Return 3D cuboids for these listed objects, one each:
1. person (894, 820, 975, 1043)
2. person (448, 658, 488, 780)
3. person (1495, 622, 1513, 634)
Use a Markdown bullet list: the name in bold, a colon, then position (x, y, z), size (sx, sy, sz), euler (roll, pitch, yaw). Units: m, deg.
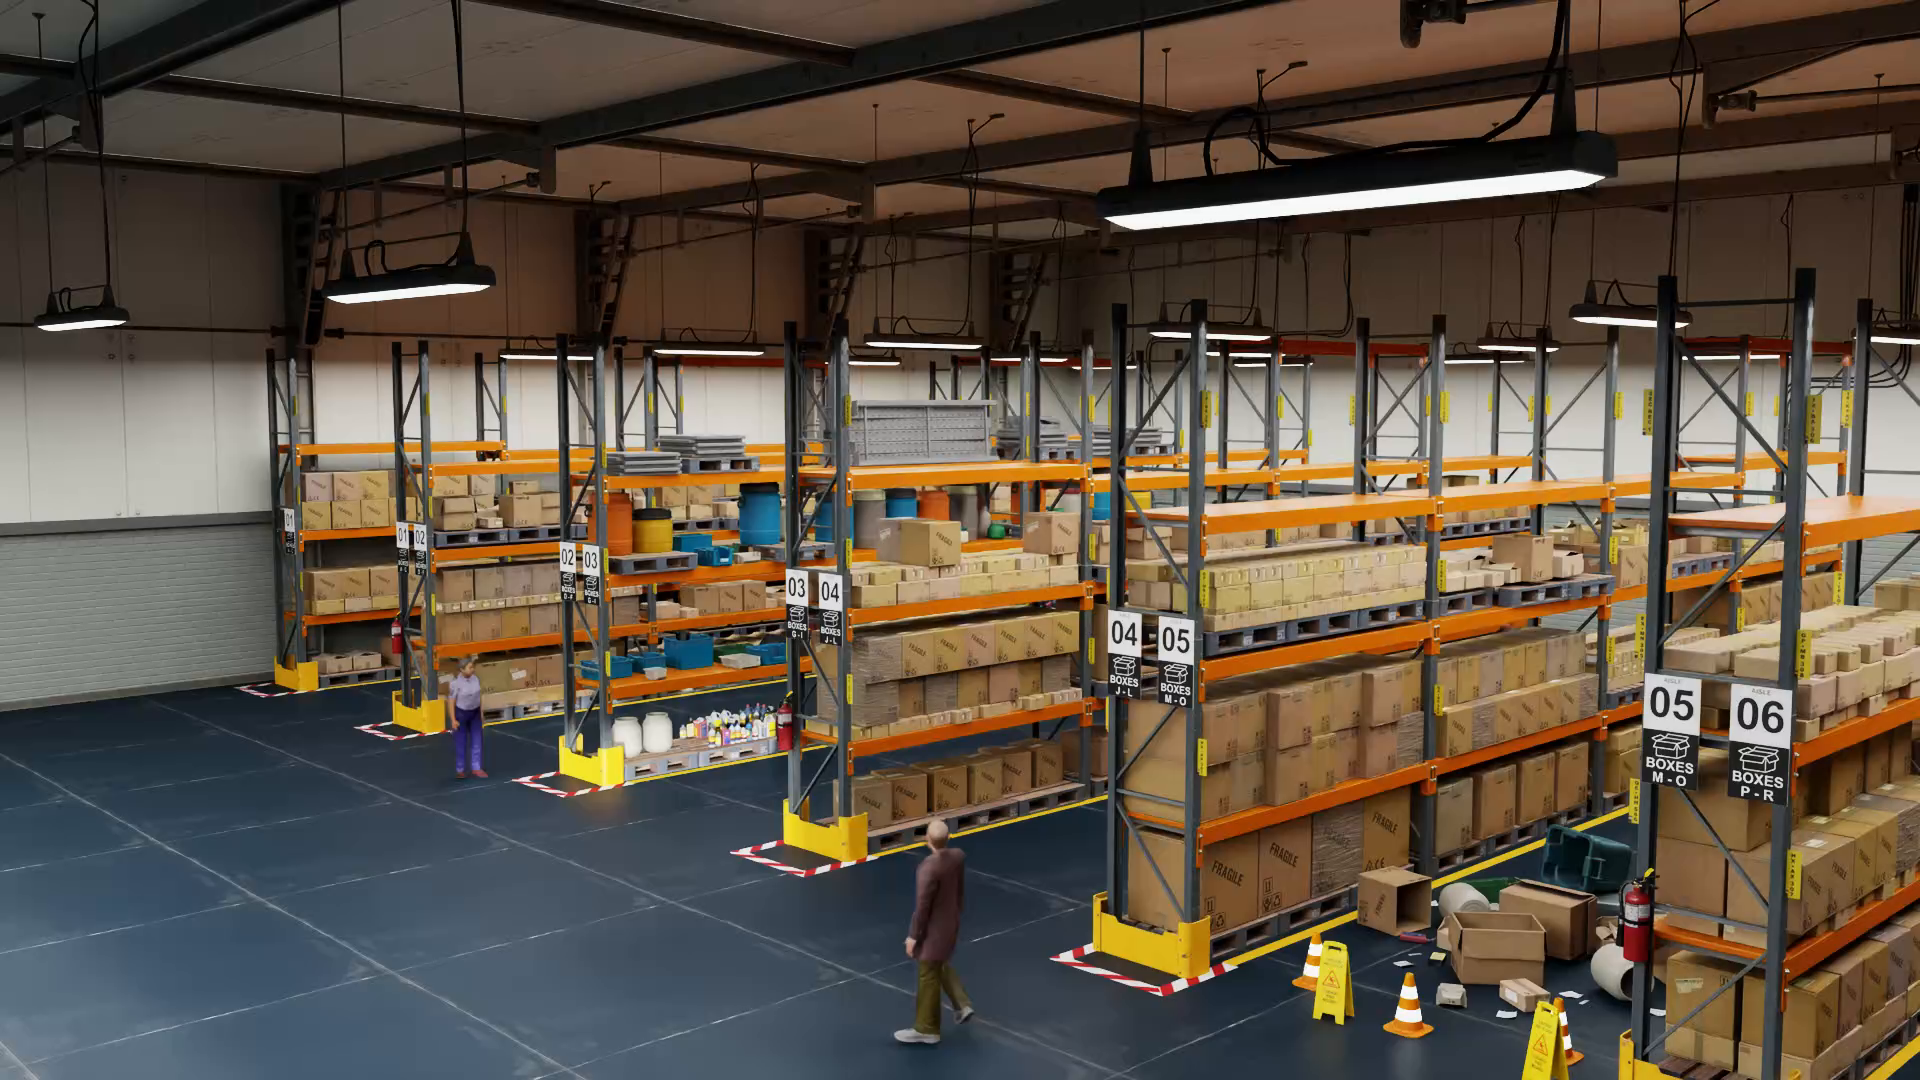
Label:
- **person**: position (-0.186, 3.113, 13.355), size (0.560, 1.780, 0.654), euler (2, 5, 22)
- **person**: position (-6.684, 2.408, 22.491), size (0.406, 1.659, 0.506), euler (4, 6, 37)
- **person**: position (8.687, 2.031, 26.562), size (1.032, 1.680, 0.663), euler (-5, 7, -43)
